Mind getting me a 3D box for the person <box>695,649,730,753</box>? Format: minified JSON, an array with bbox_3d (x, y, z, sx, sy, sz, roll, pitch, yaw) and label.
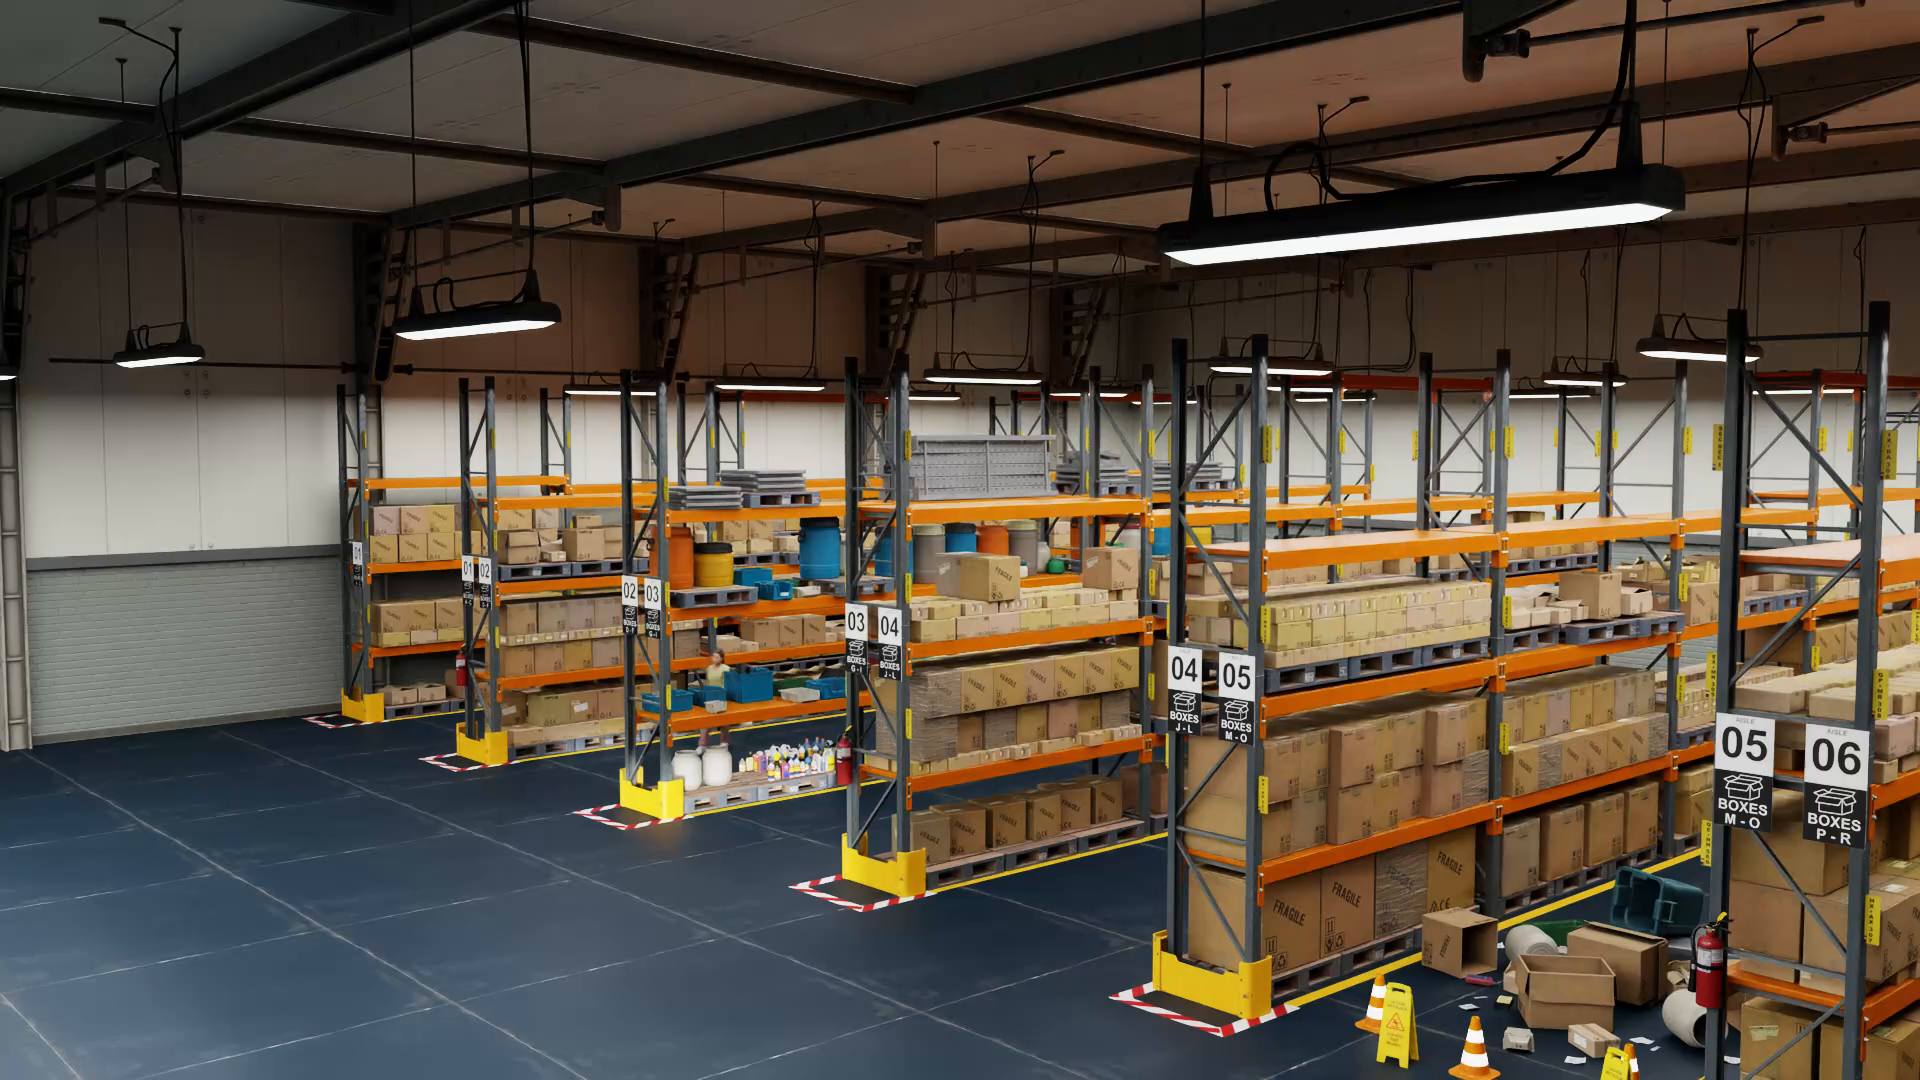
[{"bbox_3d":[-3.934,2.571,26.730,0.491,1.637,0.857,1,4,9],"label":"person"}]
